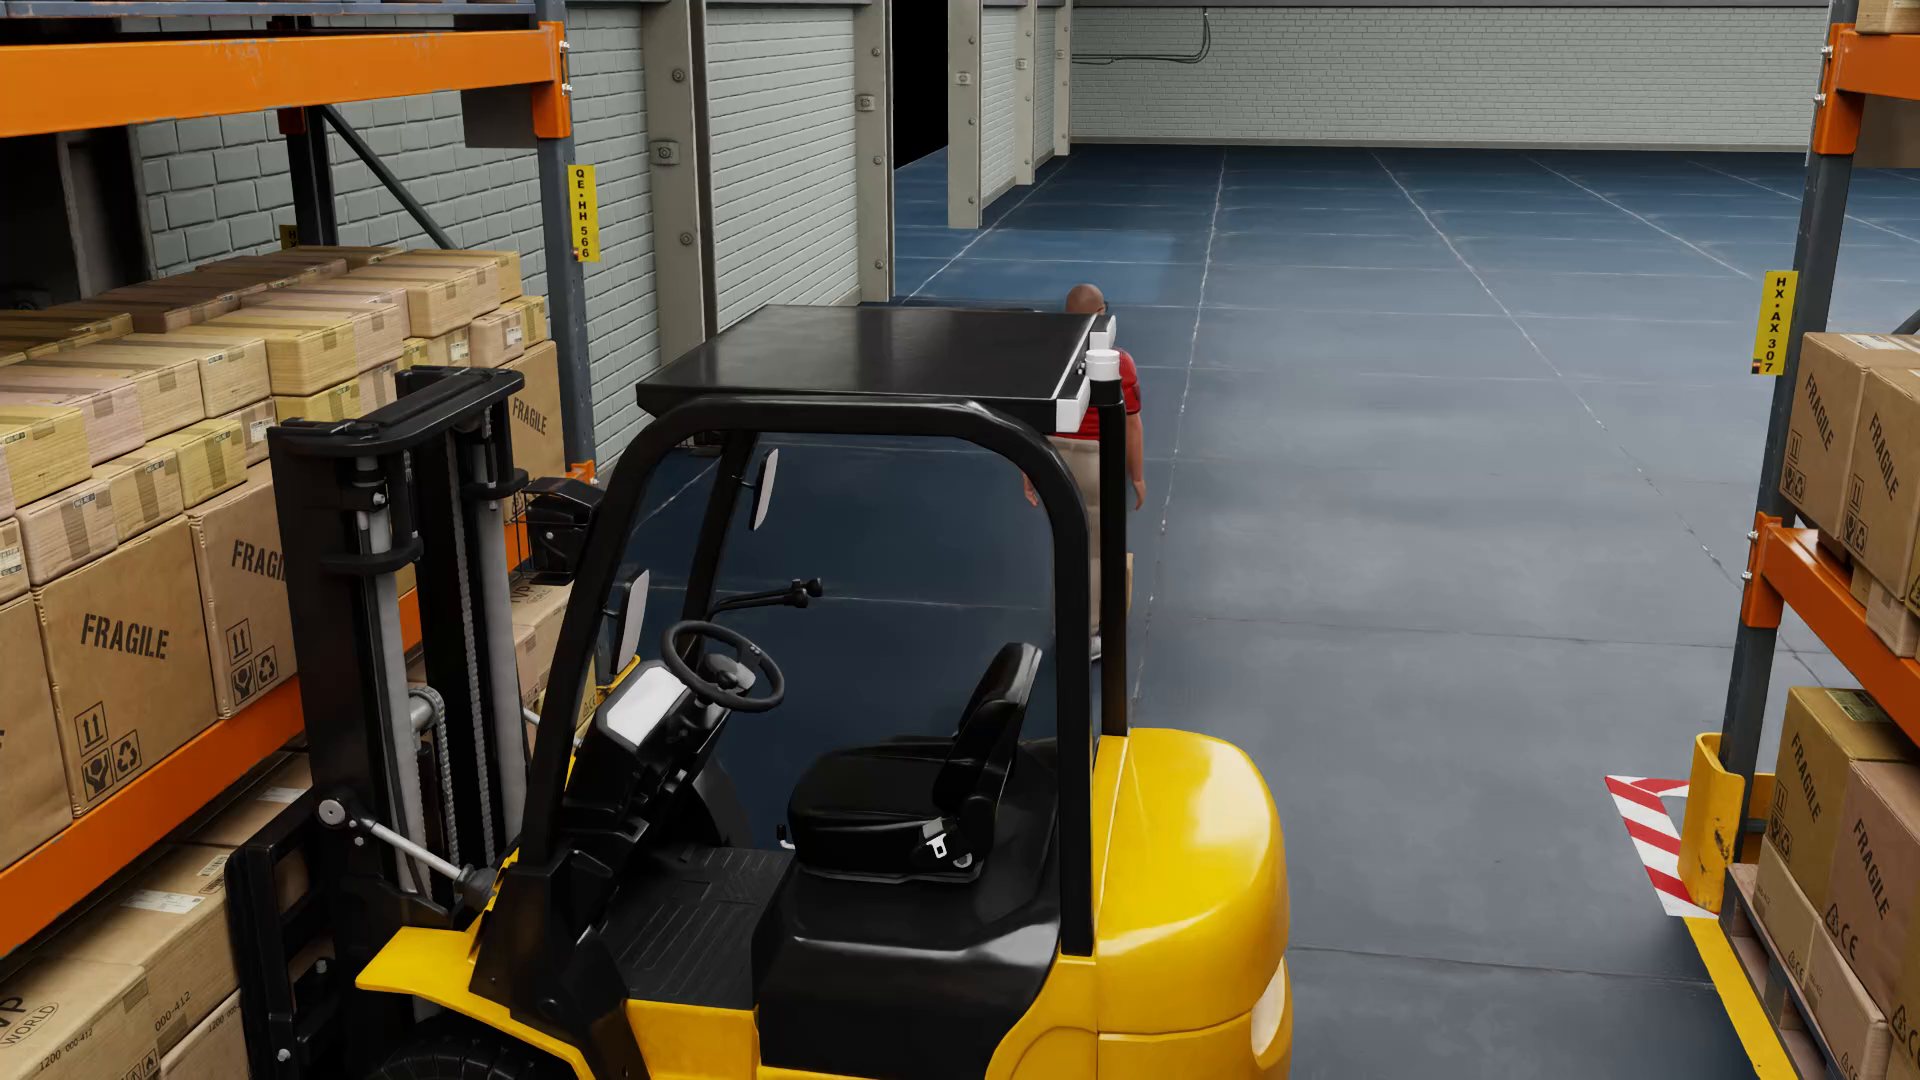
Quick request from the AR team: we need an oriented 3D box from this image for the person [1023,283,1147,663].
[{"bbox_3d":[0.634,-0.335,7.596,0.547,1.714,0.726,10,21,30],"label":"person"}]
